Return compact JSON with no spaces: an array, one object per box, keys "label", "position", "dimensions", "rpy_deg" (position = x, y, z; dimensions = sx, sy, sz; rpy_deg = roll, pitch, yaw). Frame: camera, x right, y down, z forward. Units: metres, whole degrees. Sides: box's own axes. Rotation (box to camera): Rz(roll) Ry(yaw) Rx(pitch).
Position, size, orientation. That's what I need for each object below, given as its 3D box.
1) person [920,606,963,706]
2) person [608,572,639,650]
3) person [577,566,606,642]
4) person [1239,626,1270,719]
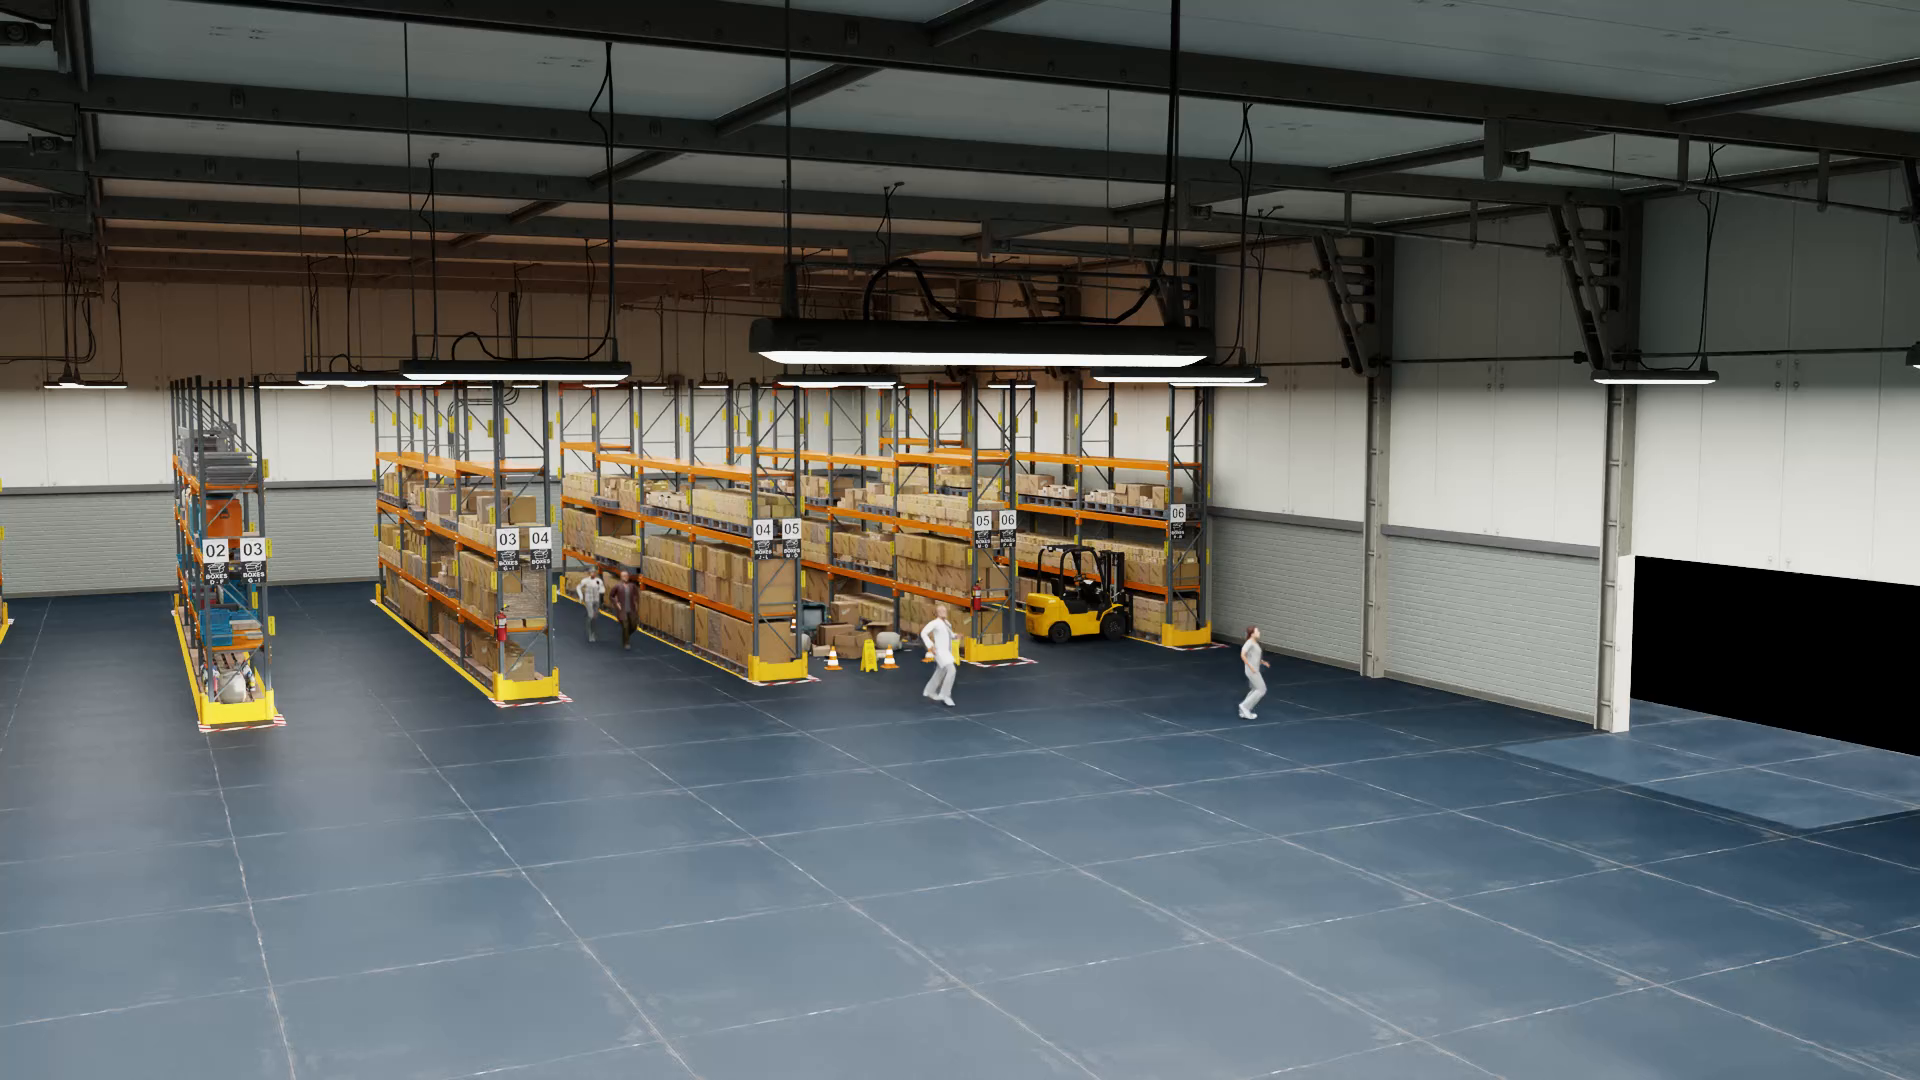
[{"label":"person","position":[-0.314,2.126,30.561],"dimensions":[0.797,1.840,0.674],"rpy_deg":[2,5,21]},{"label":"person","position":[-7.466,1.563,37.075],"dimensions":[0.708,1.725,0.655],"rpy_deg":[-3,6,-29]},{"label":"person","position":[-8.497,1.467,38.428],"dimensions":[0.578,1.753,0.744],"rpy_deg":[-3,6,-32]},{"label":"person","position":[5.159,2.315,29.106],"dimensions":[0.514,1.643,0.545],"rpy_deg":[2,5,19]}]
